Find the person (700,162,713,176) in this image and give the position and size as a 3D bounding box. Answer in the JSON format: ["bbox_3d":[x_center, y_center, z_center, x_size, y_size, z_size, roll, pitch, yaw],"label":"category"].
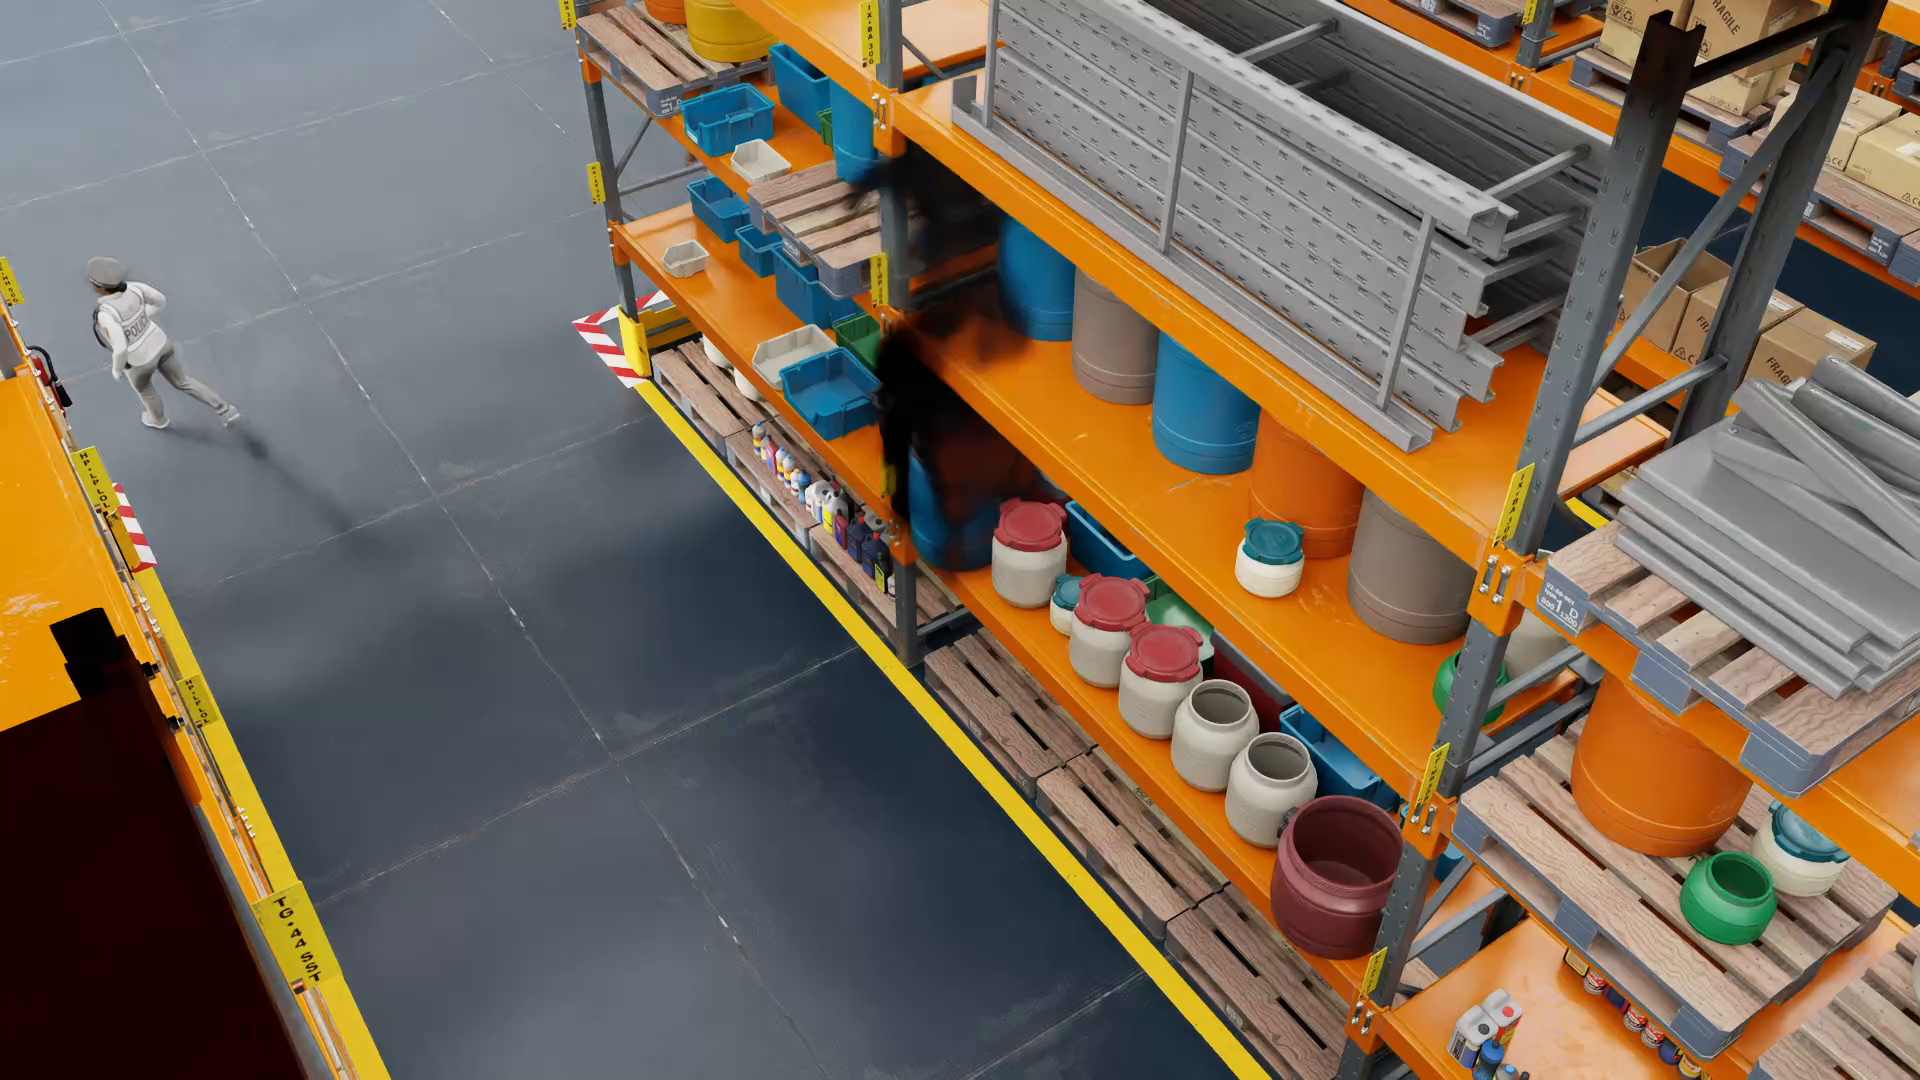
[{"bbox_3d":[-1.938,-3.093,13.953,0.720,1.628,0.514,-5,43,-5],"label":"person"}]

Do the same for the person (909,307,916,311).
[{"bbox_3d":[-0.193,-2.418,12.684,0.851,1.766,0.659,30,50,28],"label":"person"}]

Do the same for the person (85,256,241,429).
[{"bbox_3d":[-5.896,-1.334,11.970,0.921,1.661,0.674,15,45,16],"label":"person"}]
